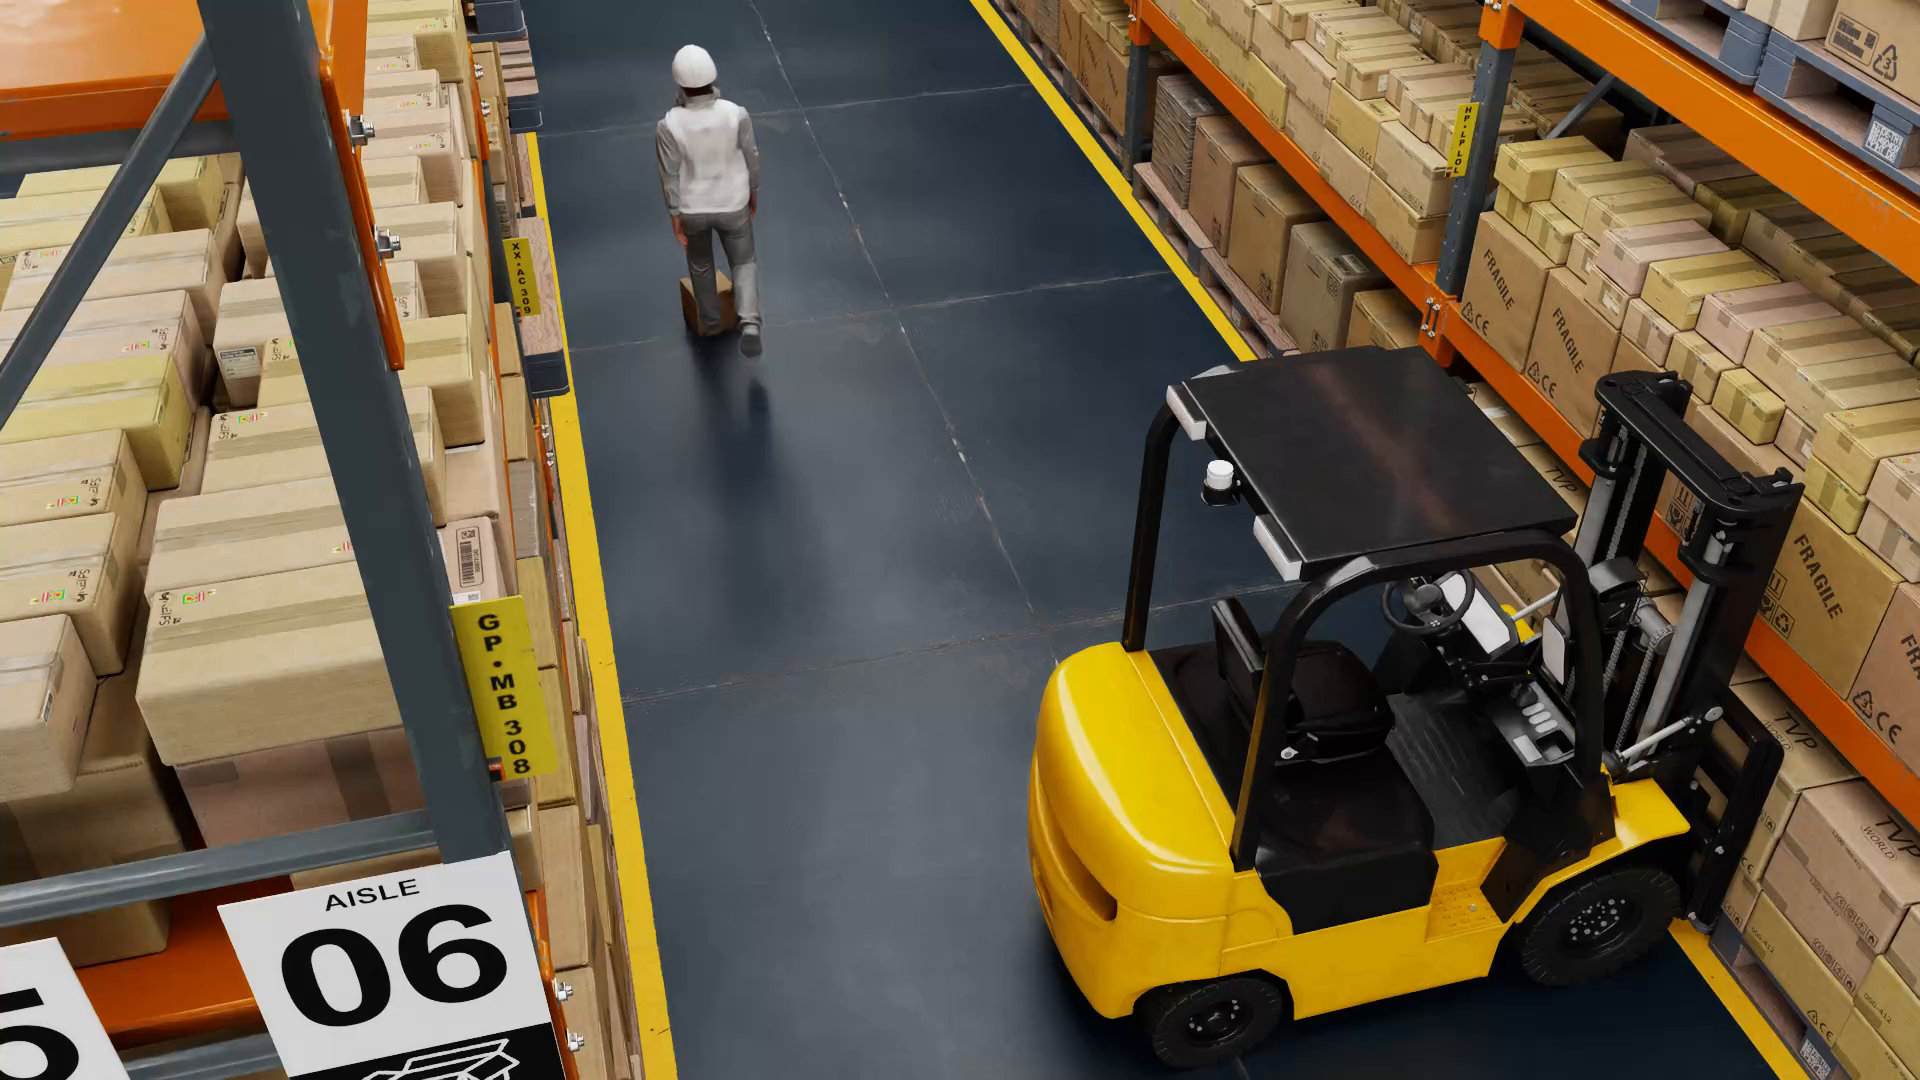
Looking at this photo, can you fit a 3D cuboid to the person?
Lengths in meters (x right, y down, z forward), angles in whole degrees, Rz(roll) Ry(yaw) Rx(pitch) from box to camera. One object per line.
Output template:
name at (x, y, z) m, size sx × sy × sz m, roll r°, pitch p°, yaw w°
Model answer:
person at (-1.335, -1.814, 9.008) m, size 0.540 × 1.749 × 0.812 m, roll -8°, pitch 39°, yaw -10°
